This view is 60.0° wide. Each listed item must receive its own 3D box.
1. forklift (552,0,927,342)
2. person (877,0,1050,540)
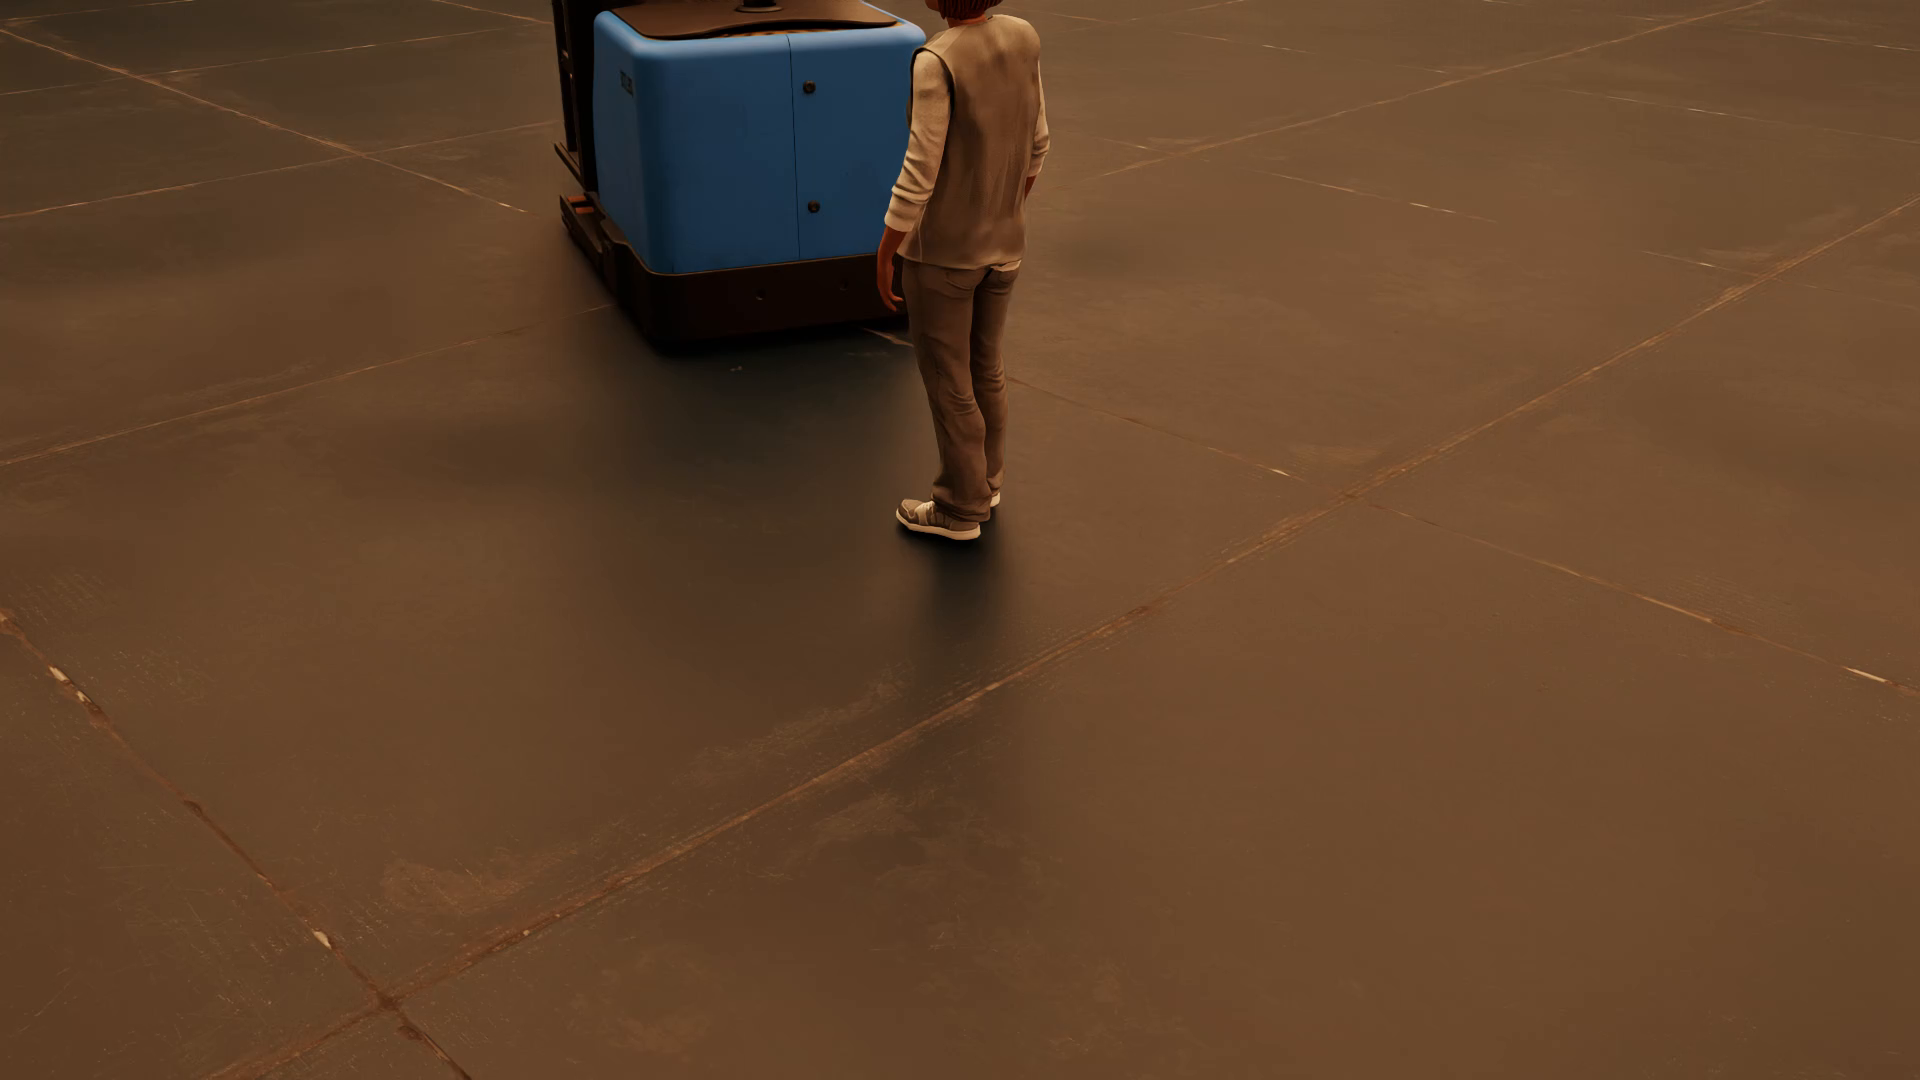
[{"bbox_3d":[-1.104,-2.632,6.581,1.130,2.935,3.031,-10,28,-19],"label":"forklift"},{"bbox_3d":[-0.042,-0.748,4.245,0.520,1.590,0.475,-24,35,-39],"label":"person"}]
